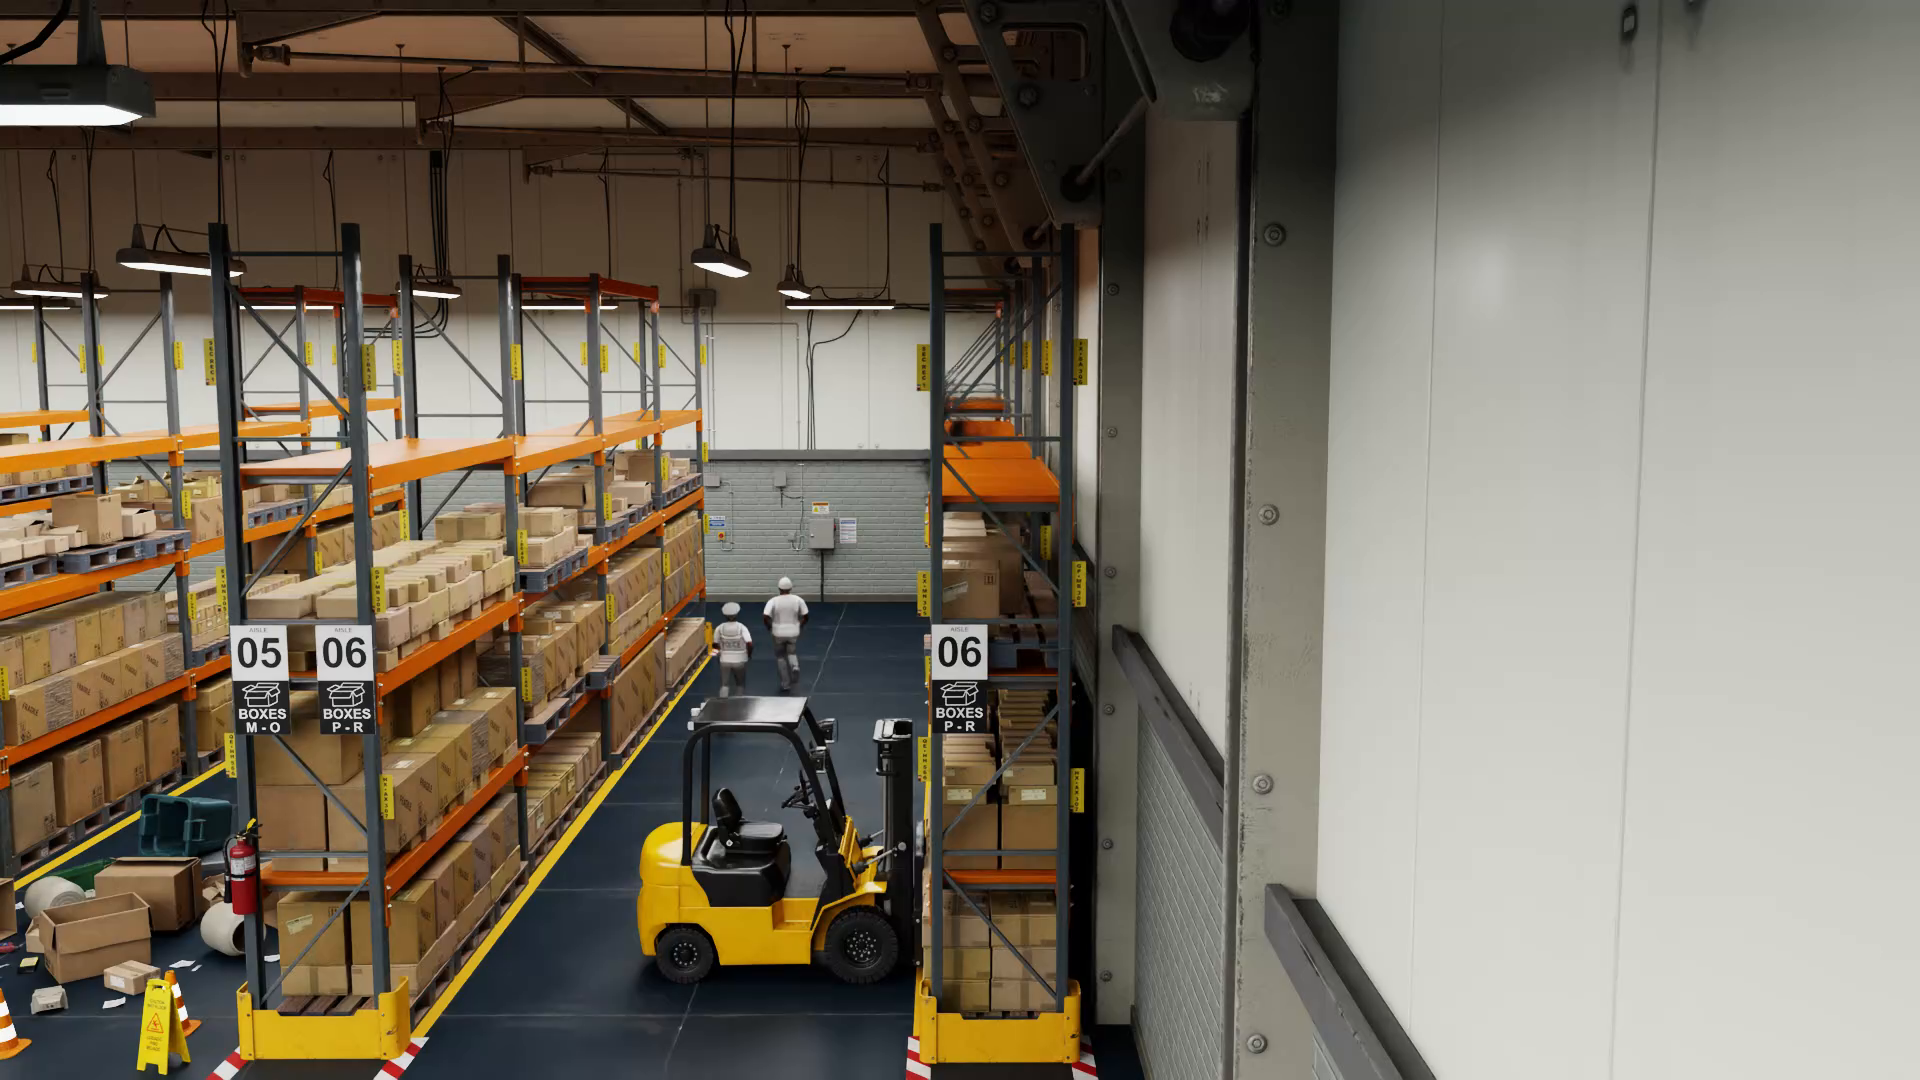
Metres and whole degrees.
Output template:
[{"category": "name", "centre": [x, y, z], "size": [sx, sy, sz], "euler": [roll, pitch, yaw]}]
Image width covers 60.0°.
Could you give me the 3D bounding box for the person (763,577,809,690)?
[{"category": "person", "centre": [-2.613, 1.411, 24.893], "size": [0.699, 1.726, 0.701], "euler": [-2, 7, -14]}]

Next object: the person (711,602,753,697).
[{"category": "person", "centre": [-3.113, 1.680, 22.839], "size": [0.584, 1.659, 0.720], "euler": [0, 7, 0]}]
